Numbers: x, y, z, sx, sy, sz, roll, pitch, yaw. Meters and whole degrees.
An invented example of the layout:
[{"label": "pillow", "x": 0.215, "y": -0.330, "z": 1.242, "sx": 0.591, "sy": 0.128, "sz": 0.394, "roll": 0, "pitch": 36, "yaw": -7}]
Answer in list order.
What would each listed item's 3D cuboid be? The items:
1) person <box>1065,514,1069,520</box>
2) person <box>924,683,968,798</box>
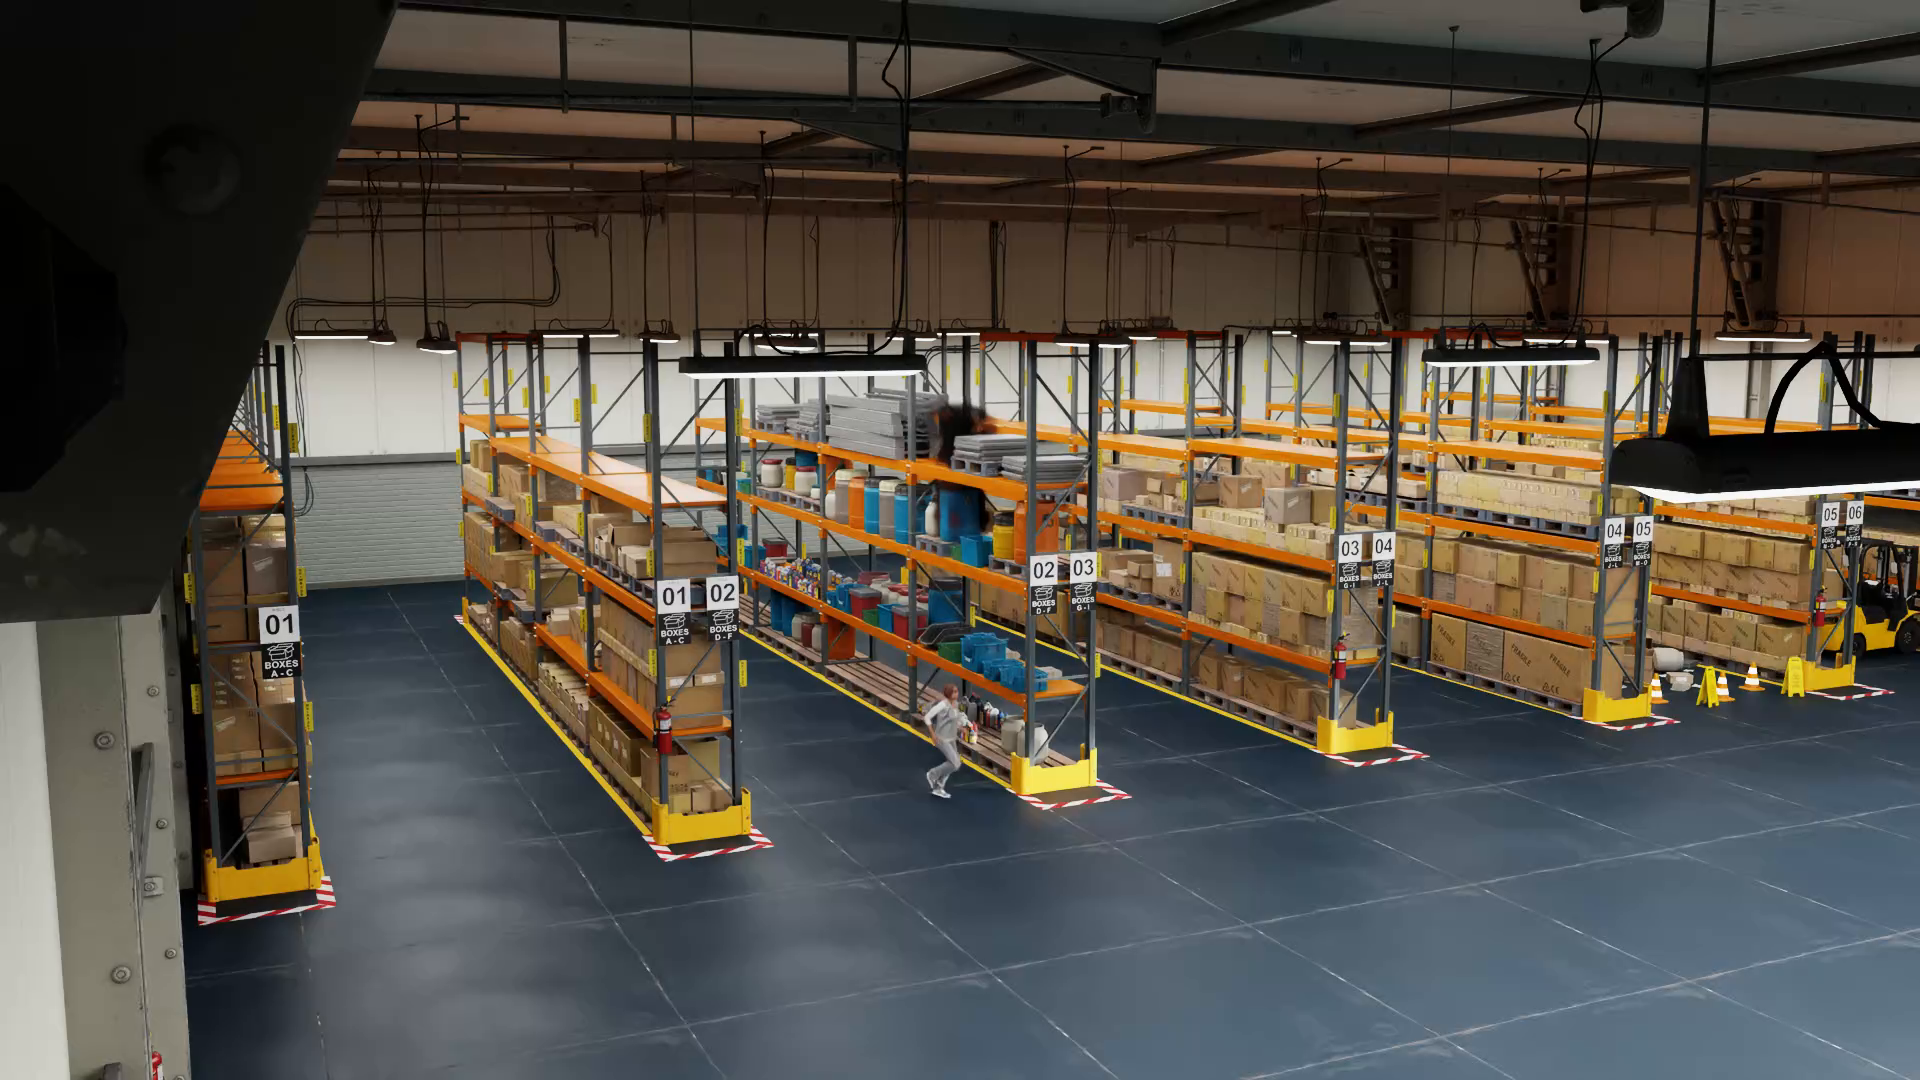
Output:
[{"label": "person", "x": 2.538, "y": 0.214, "z": 39.303, "sx": 0.626, "sy": 1.732, "sz": 0.689, "roll": -3, "pitch": 8, "yaw": -19}, {"label": "person", "x": -0.164, "y": 2.644, "z": 21.875, "sx": 0.578, "sy": 1.549, "sz": 0.540, "roll": 4, "pitch": 9, "yaw": 28}]
